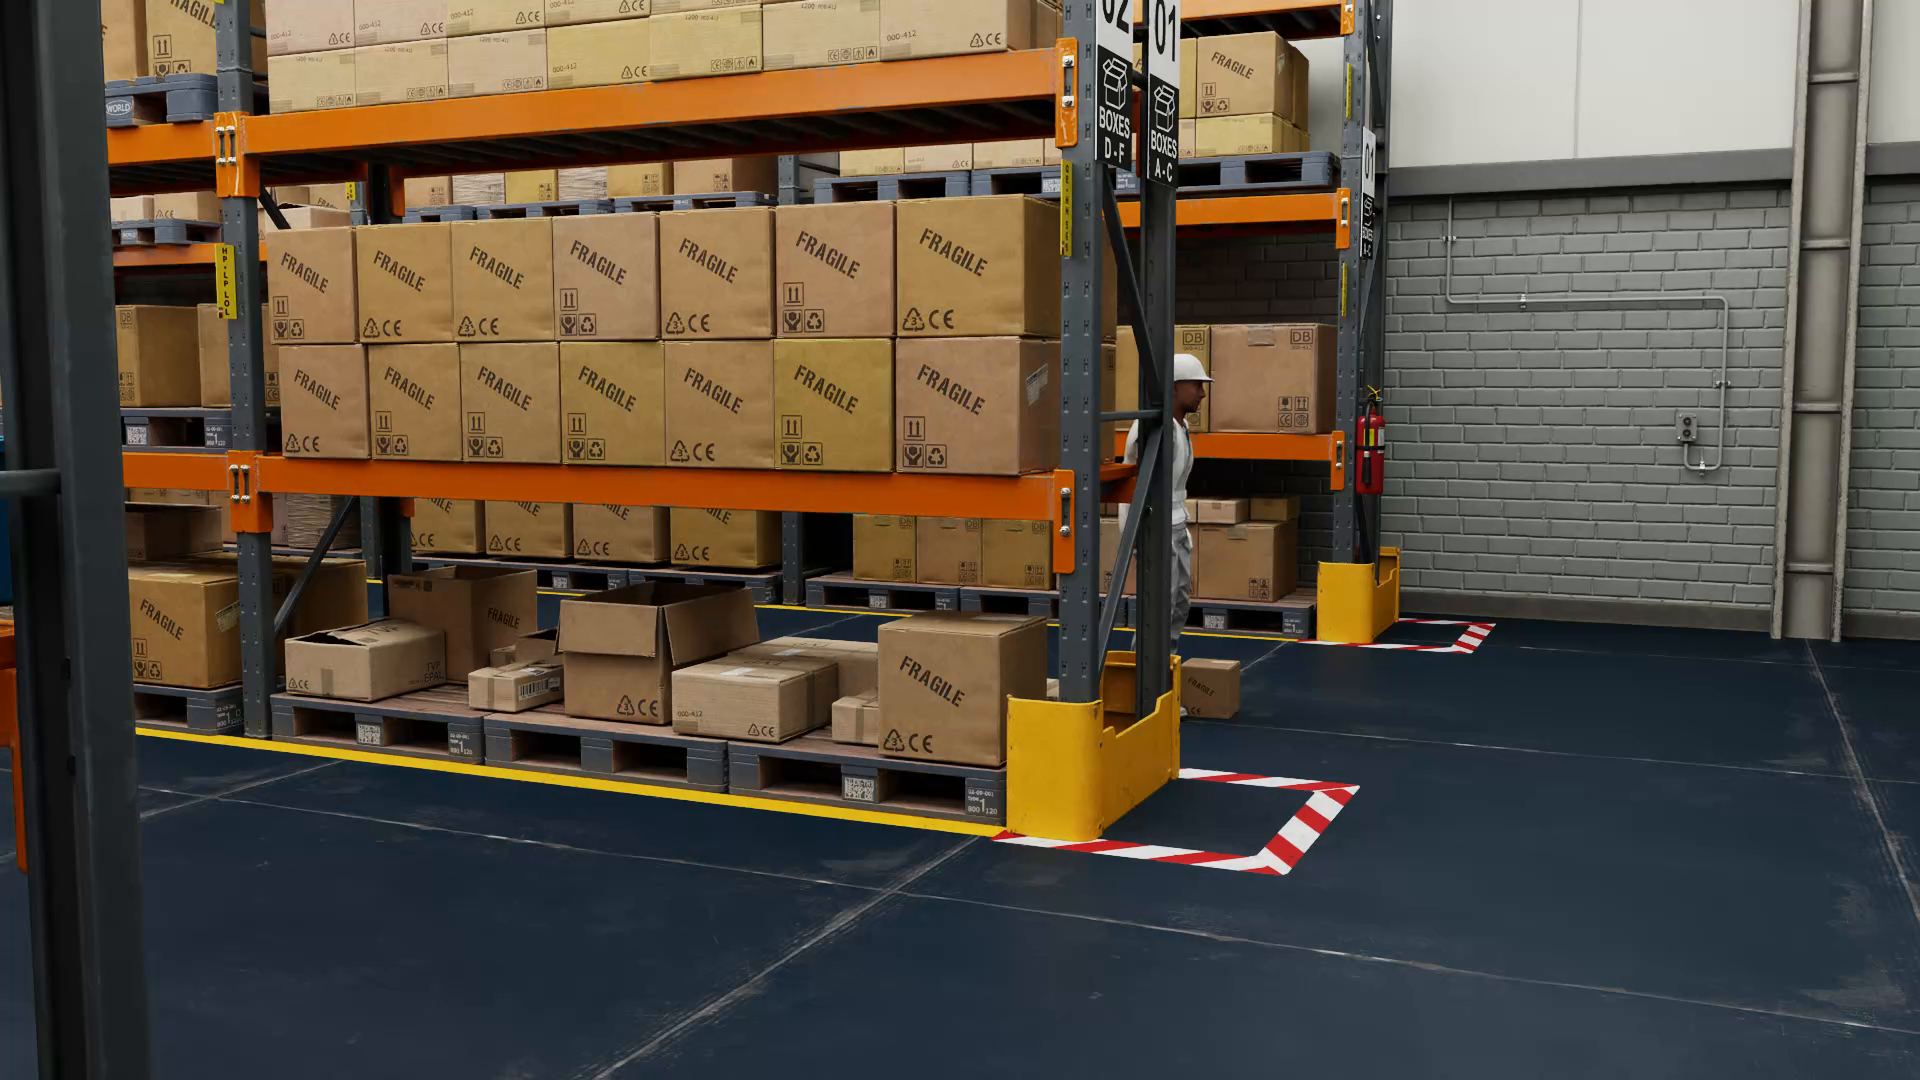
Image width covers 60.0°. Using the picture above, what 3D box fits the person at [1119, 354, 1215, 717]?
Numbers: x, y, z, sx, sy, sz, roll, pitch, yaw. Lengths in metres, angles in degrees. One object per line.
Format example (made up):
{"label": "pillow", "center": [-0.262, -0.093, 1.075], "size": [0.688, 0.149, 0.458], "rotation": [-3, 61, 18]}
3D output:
{"label": "person", "center": [1.025, -0.032, 8.254], "size": [0.450, 1.774, 0.627], "rotation": [2, 6, 20]}
